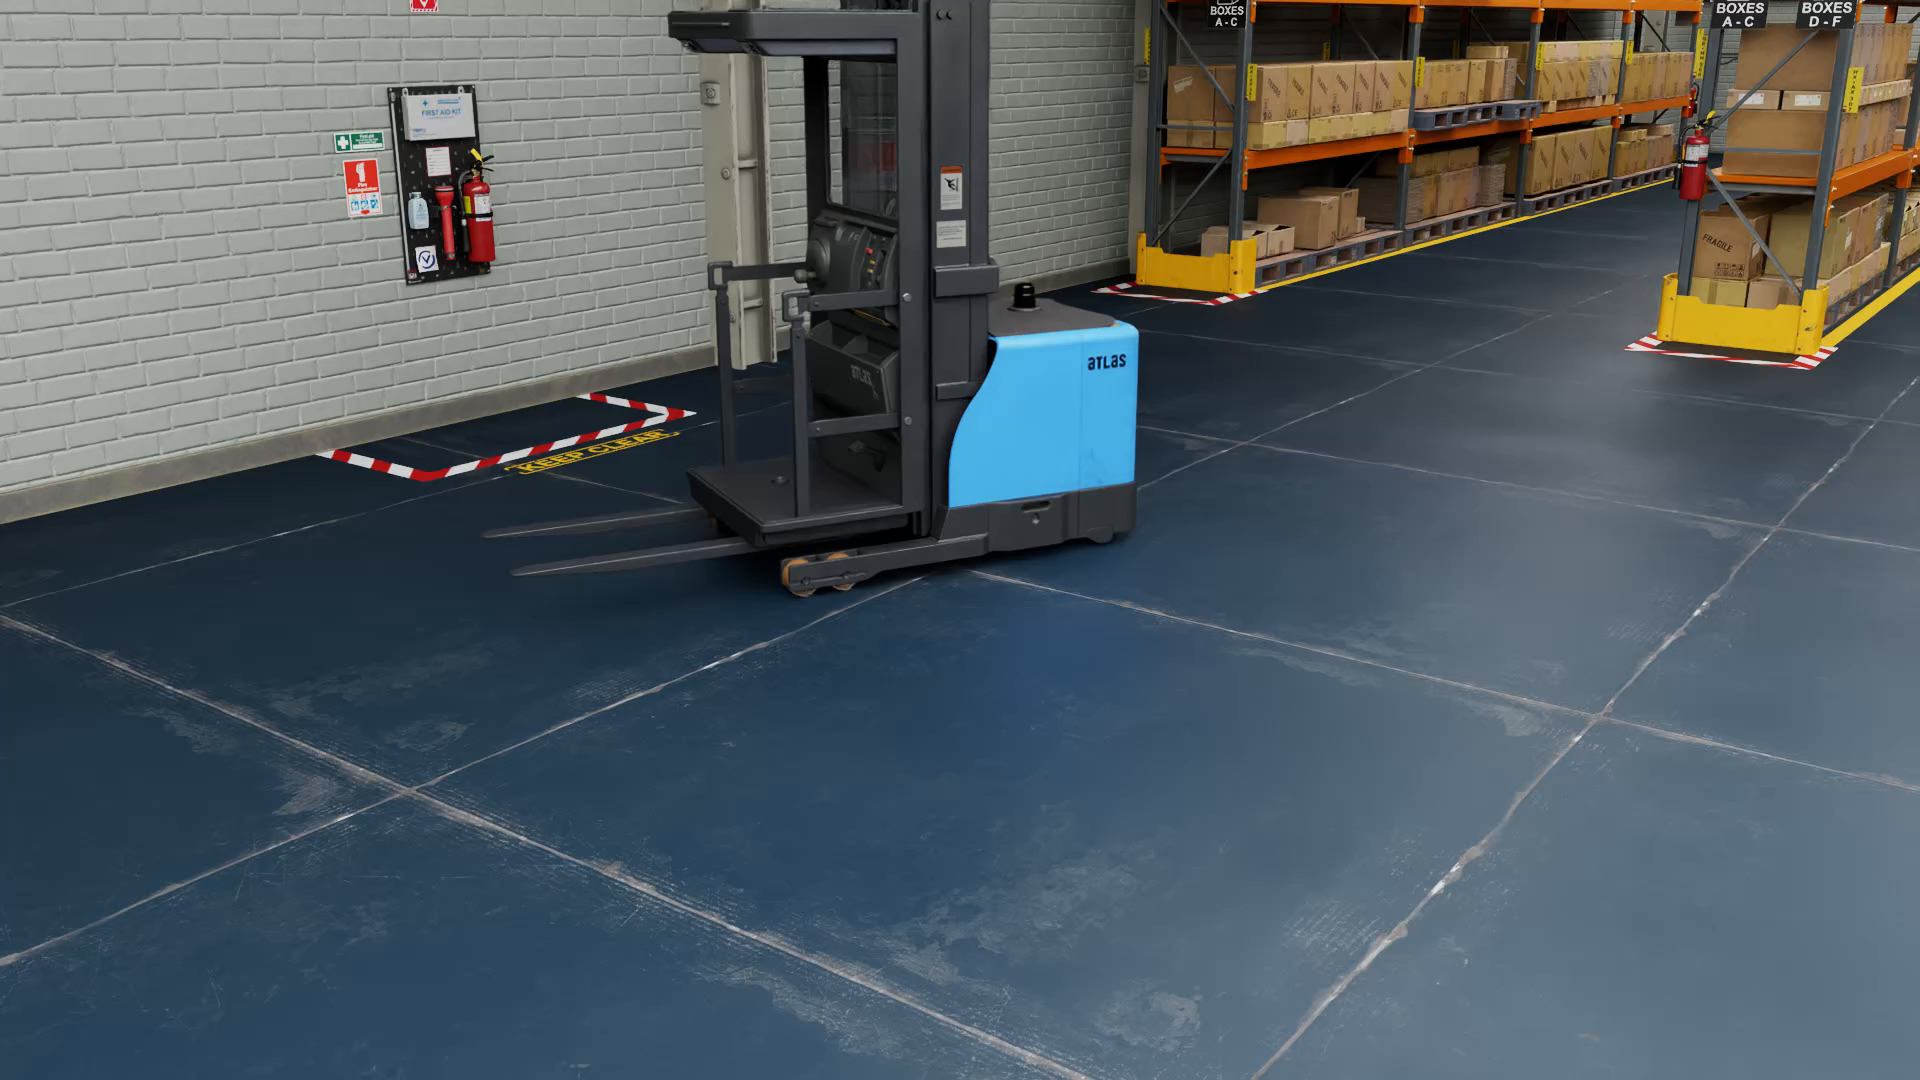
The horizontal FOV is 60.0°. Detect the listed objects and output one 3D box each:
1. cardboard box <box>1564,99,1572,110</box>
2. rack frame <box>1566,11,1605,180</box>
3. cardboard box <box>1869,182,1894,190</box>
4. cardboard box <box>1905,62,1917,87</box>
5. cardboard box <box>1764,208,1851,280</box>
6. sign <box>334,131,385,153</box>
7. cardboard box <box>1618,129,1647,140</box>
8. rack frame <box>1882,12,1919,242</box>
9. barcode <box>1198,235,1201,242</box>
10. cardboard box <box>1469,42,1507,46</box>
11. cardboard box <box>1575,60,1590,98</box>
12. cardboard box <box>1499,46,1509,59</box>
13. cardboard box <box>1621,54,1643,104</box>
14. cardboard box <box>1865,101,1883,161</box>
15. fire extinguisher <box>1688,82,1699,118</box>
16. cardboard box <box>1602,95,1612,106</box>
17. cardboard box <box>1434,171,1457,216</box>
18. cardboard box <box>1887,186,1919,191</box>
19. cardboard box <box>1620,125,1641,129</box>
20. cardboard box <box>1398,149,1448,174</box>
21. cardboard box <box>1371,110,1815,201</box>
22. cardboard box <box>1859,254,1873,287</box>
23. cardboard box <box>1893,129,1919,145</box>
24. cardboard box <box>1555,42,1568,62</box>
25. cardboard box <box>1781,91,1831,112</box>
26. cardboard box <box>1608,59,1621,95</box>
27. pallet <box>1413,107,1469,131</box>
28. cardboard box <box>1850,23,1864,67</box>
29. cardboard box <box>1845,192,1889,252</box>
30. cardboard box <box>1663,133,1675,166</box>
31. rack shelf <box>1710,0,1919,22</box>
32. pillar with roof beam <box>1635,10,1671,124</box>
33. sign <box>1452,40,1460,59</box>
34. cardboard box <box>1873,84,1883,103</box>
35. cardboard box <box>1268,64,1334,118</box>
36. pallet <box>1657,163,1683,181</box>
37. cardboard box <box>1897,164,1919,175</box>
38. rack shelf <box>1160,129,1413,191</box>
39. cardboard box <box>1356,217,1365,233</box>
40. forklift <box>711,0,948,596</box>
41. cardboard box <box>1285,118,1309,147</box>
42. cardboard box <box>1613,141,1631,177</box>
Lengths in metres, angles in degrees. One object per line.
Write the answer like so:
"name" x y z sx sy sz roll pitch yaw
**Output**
"cardboard box" 8.286 -6.075 23.138 0.380 0.149 0.250 13 21 35
"rack frame" 9.384 -6.733 24.866 0.949 2.616 0.053 12 21 35
"cardboard box" 10.125 -3.862 18.604 0.500 0.311 0.500 12 21 33
"cardboard box" 11.263 -5.324 19.454 0.700 0.500 0.500 5 18 16
"cardboard box" 7.007 -2.454 13.752 0.500 0.500 0.500 12 21 35
"sign" -3.527 -2.340 9.767 0.001 0.109 0.331 12 21 35
"cardboard box" 10.571 -6.383 26.155 0.380 0.149 0.250 12 21 33
"rack frame" 8.593 -3.954 15.918 0.949 2.616 0.053 12 21 35
"barcode" 2.406 -3.029 16.717 0.001 0.075 0.075 12 21 35
"cardboard box" 7.060 -6.492 22.122 0.500 0.250 0.500 13 22 36
"cardboard box" 8.413 -6.417 23.145 0.500 0.500 0.500 13 22 36
"cardboard box" 6.817 -6.261 21.342 0.380 0.149 0.250 9 20 28
"cardboard box" 9.718 -7.003 25.230 0.980 0.700 0.700 13 21 36
"cardboard box" 7.725 -3.649 14.767 0.700 0.500 0.500 13 21 35
"fire extinguisher" 12.225 -7.425 27.856 0.296 0.674 0.183 12 21 35
"cardboard box" 9.276 -6.428 24.275 0.380 0.149 0.250 13 21 36
"cardboard box" 5.644 -4.269 20.405 0.700 0.500 0.500 13 21 35
"cardboard box" 10.257 -3.648 17.917 0.500 0.311 0.500 12 21 34
"cardboard box" 20.029 -3.429 15.054 30.097 1.090 9.268 13 21 35
"cardboard box" 5.607 -4.611 20.241 0.500 0.250 0.500 12 21 33
"cardboard box" 5.872 -3.634 16.540 4.849 1.100 0.969 13 21 35
"cardboard box" 7.903 -2.453 15.012 0.500 0.250 0.500 12 21 35
"cardboard box" 9.287 -4.008 16.517 0.380 0.149 0.250 12 21 35
"cardboard box" 7.795 -6.529 22.241 0.500 0.250 0.500 12 21 34
"cardboard box" 6.619 -3.414 12.916 0.380 0.149 0.250 12 21 34
"cardboard box" 9.309 -6.778 24.309 0.500 0.500 0.500 12 21 34
"pallet" 5.187 -4.893 19.264 1.003 0.211 1.213 12 21 35
"cardboard box" 6.841 -3.916 13.439 0.700 0.500 0.500 12 21 33
"cardboard box" 9.374 -3.277 16.824 0.543 0.750 4.425 12 21 35
"cardboard box" 11.428 -6.508 27.651 0.700 0.500 0.500 12 21 35
"rack shelf" 7.404 -4.566 14.044 1.077 0.370 4.000 12 21 35
"pillar with roof beam" 16.136 -10.586 27.160 9.100 9.000 0.400 12 21 35
"sign" 6.550 -6.431 21.942 0.100 0.325 0.005 12 21 35
"cardboard box" 7.692 -3.842 14.296 0.380 0.149 0.250 13 22 36
"cardboard box" 3.373 -4.470 16.534 0.524 0.500 0.524 13 21 36
"pallet" 11.351 -6.150 27.692 1.003 0.211 1.213 12 21 35
"cardboard box" 11.378 -4.559 20.075 0.500 0.250 0.500 13 22 37
"rack shelf" 3.423 -4.008 17.305 1.077 0.370 4.000 12 21 35
"cardboard box" 4.320 -3.552 18.660 0.380 0.166 0.250 9 20 28
"forklift" -0.684 -1.328 7.577 3.031 2.935 1.121 -8 19 -25
"cardboard box" 3.075 -3.999 16.284 0.500 0.250 0.500 12 21 33
"cardboard box" 9.909 -5.900 25.692 0.700 0.500 0.500 13 21 35
